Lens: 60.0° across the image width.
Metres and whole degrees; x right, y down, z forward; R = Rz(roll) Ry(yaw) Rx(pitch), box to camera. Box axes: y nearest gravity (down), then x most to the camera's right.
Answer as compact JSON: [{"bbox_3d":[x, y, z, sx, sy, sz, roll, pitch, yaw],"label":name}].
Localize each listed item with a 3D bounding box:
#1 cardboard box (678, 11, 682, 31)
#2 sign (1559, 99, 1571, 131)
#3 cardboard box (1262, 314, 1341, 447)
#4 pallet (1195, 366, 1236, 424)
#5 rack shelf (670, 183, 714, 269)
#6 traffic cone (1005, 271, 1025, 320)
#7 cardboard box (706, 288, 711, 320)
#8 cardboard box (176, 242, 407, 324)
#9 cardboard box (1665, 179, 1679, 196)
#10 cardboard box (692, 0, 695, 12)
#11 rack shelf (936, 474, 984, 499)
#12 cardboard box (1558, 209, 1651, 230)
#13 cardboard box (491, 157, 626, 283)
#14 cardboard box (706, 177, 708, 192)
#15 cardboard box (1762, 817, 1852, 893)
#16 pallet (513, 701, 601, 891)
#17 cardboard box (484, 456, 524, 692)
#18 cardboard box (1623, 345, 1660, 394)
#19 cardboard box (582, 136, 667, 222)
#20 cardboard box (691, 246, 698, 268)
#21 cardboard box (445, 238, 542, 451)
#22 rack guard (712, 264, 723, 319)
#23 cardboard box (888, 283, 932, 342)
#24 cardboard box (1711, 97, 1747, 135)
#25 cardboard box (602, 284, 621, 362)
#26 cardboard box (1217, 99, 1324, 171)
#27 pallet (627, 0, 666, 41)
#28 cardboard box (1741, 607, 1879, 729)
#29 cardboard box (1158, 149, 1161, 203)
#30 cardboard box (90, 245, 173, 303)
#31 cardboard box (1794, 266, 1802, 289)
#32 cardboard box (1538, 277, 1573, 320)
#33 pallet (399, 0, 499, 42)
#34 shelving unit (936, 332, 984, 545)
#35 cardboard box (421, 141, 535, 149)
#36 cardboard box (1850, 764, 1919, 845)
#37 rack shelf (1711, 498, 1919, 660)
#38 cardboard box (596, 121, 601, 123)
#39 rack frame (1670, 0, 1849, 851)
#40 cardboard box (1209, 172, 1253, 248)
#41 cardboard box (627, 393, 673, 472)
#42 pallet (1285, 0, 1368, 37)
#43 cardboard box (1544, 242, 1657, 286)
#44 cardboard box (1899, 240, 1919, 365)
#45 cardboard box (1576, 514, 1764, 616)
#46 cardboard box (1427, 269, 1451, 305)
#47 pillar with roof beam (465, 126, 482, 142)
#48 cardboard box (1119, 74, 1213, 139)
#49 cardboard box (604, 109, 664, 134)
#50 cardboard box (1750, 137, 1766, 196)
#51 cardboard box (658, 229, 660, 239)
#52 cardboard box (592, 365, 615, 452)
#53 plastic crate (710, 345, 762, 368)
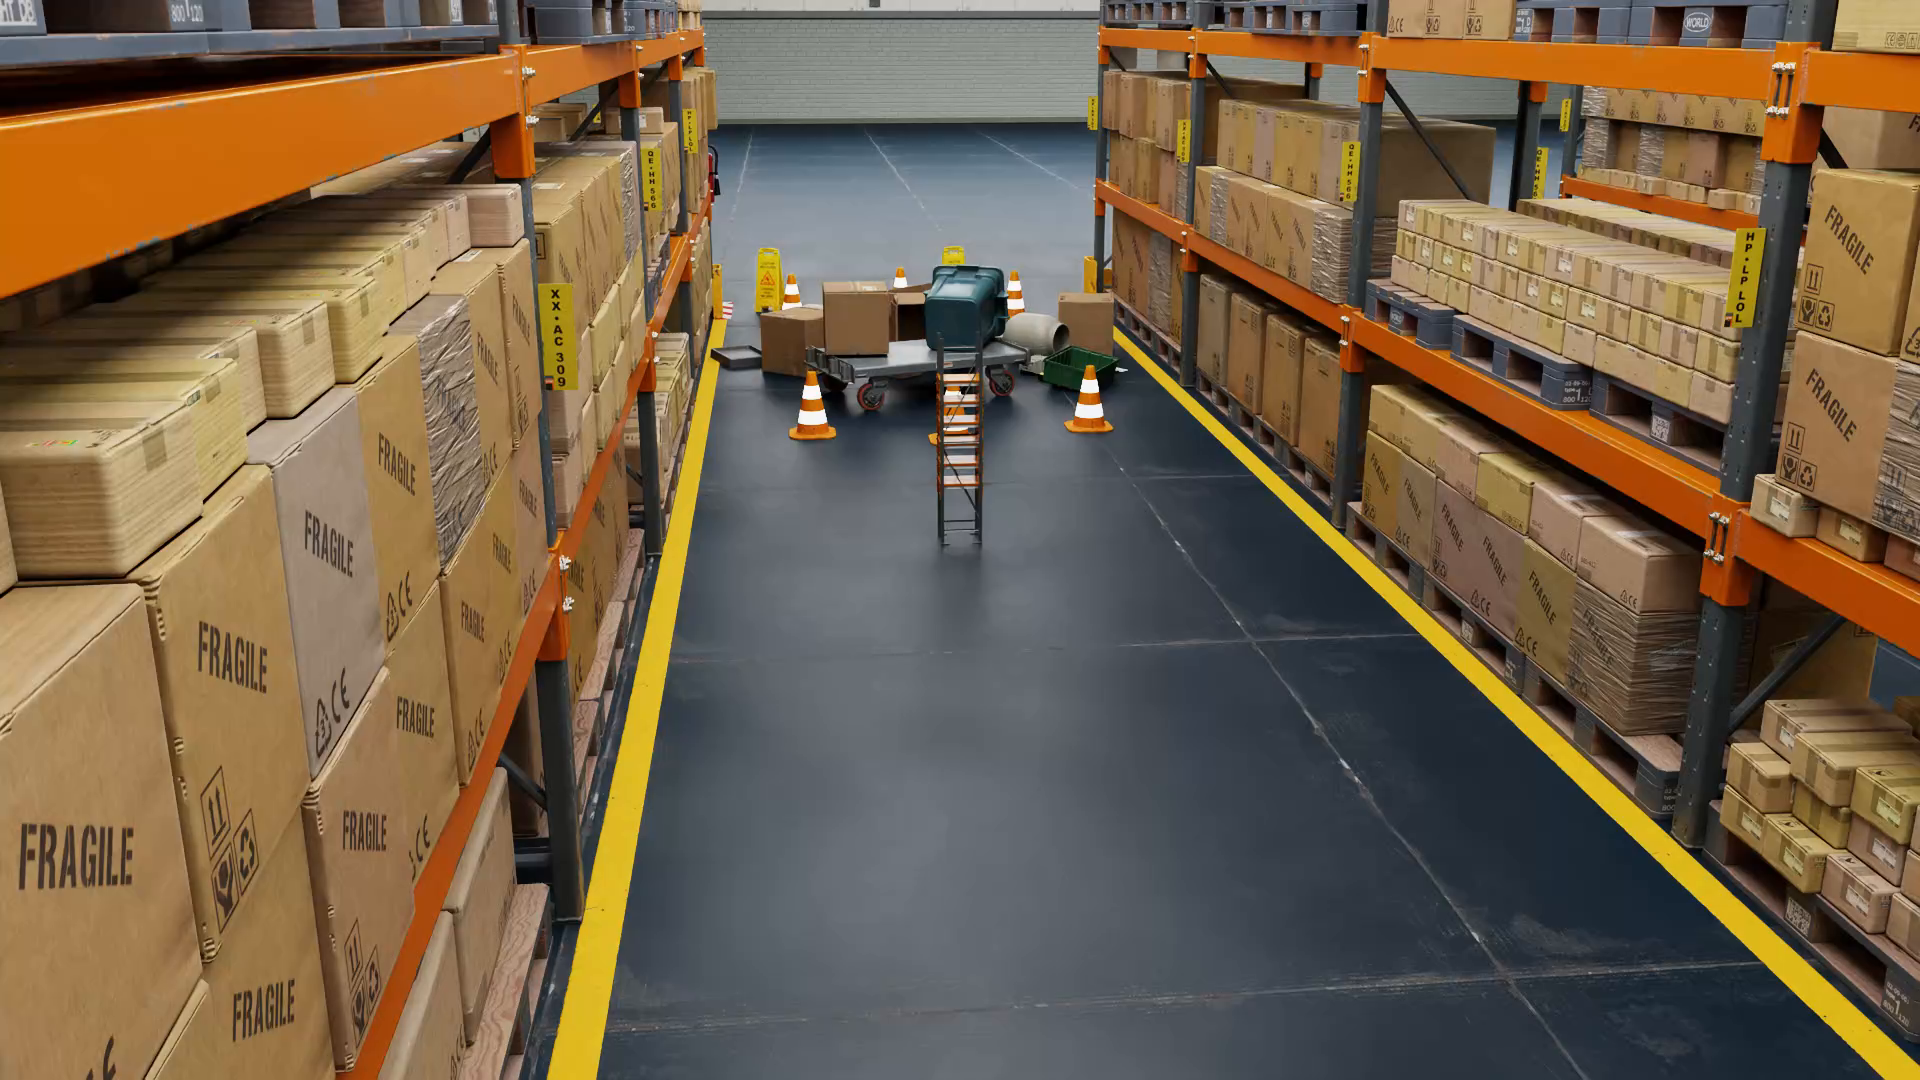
[{"bbox_3d":[-2.354,-4.022,12.892,0.380,0.149,0.250,-2,18,-6],"label":"cardboard box"},{"bbox_3d":[6.308,-4.425,17.318,0.100,0.325,0.005,-2,18,-6],"label":"sign"},{"bbox_3d":[2.662,-1.093,11.207,1.050,0.750,0.750,-2,17,-5],"label":"cardboard box"},{"bbox_3d":[2.471,-1.156,13.006,1.003,0.211,1.213,-2,18,-6],"label":"pallet"},{"bbox_3d":[-2.803,-2.783,14.736,1.077,0.370,4.000,-2,18,-6],"label":"rack shelf"},{"bbox_3d":[0.546,-2.493,16.845,0.336,0.463,0.334,-2,18,-6],"label":"traffic cone"},{"bbox_3d":[-2.613,-2.224,15.642,0.500,0.250,0.500,-2,18,-5],"label":"cardboard box"},{"bbox_3d":[-1.354,-0.517,3.396,0.380,0.149,0.250,-2,18,-7],"label":"cardboard box"},{"bbox_3d":[6.856,-3.296,15.587,0.380,0.149,0.250,-2,18,-6],"label":"cardboard box"},{"bbox_3d":[-2.525,-4.625,14.147,0.500,0.250,0.500,-2,18,-5],"label":"cardboard box"},{"bbox_3d":[-0.001,-0.305,9.596,0.258,0.103,0.180,-2,18,-6],"label":"rack shelf"},{"bbox_3d":[3.286,-1.601,8.495,0.380,0.149,0.250,-1,17,-4],"label":"cardboard box"},{"bbox_3d":[-1.765,-1.417,7.346,0.500,0.500,0.500,-2,18,-6],"label":"cardboard box"},{"bbox_3d":[-2.621,-3.426,16.000,0.380,0.149,0.250,-2,18,-6],"label":"cardboard box"},{"bbox_3d":[2.887,1.027,5.455,0.380,0.149,0.250,-1,17,-4],"label":"cardboard box"},{"bbox_3d":[-1.926,0.956,6.280,1.003,0.211,1.213,-2,18,-6],"label":"pallet"},{"bbox_3d":[-1.411,0.089,4.220,0.500,0.500,0.500,-2,18,-7],"label":"cardboard box"},{"bbox_3d":[2.853,-0.675,6.536,0.380,0.149,0.250,-2,18,-6],"label":"cardboard box"},{"bbox_3d":[-2.166,-2.332,10.734,0.500,0.500,0.500,-2,18,-8],"label":"cardboard box"},{"bbox_3d":[-2.342,-2.310,13.580,0.380,0.149,0.250,-2,17,-5],"label":"cardboard box"},{"bbox_3d":[-1.448,-0.540,4.552,0.500,0.500,0.500,-2,18,-6],"label":"cardboard box"},{"bbox_3d":[-3.001,-2.507,16.828,1.175,0.500,0.348,-2,18,-6],"label":"rack guard"},{"bbox_3d":[-0.310,-2.086,15.482,0.637,0.503,0.797,16,24,42],"label":"cardboard box"},{"bbox_3d":[6.887,-3.778,14.370,0.500,0.500,0.500,-2,18,-6],"label":"cardboard box"},{"bbox_3d":[-1.698,-0.910,6.984,0.500,0.250,0.500,-2,18,-7],"label":"cardboard box"},{"bbox_3d":[2.374,-3.091,12.677,0.700,0.500,0.500,-2,18,-7],"label":"cardboard box"},{"bbox_3d":[-2.065,-2.490,7.907,1.213,0.211,1.003,-1,17,-3],"label":"pallet"},{"bbox_3d":[3.329,0.434,6.760,0.500,0.500,0.500,-1,17,-3],"label":"cardboard box"},{"bbox_3d":[2.249,-3.222,14.683,0.875,0.550,0.550,-2,18,-6],"label":"cardboard box"},{"bbox_3d":[-1.816,-0.500,3.344,0.380,0.149,0.250,-2,18,-6],"label":"cardboard box"},{"bbox_3d":[3.500,-0.985,6.533,0.380,0.149,0.250,-2,18,-5],"label":"cardboard box"},{"bbox_3d":[2.765,-1.058,7.260,0.380,0.149,0.250,-2,18,-5],"label":"cardboard box"},{"bbox_3d":[-1.698,-1.292,3.924,1.003,0.211,1.213,-2,18,-6],"label":"pallet"},{"bbox_3d":[-0.002,-0.577,9.511,0.258,1.200,0.189,-2,18,-6],"label":"shelving unit"},{"bbox_3d":[-2.376,-1.709,8.277,0.500,0.500,0.500,-2,18,-7],"label":"cardboard box"},{"bbox_3d":[3.016,0.813,5.146,0.380,0.149,0.250,-2,18,-6],"label":"cardboard box"},{"bbox_3d":[3.348,0.609,3.931,1.077,0.370,4.000,-2,18,-6],"label":"rack shelf"},{"bbox_3d":[-3.236,-3.762,15.989,0.500,0.500,0.500,-2,18,-6],"label":"cardboard box"},{"bbox_3d":[3.142,-0.330,5.721,1.000,3.000,0.127,-2,18,-6],"label":"rack frame"},{"bbox_3d":[2.156,-2.446,12.293,0.500,0.500,0.500,-2,18,-5],"label":"cardboard box"},{"bbox_3d":[-2.317,-0.674,10.501,0.950,0.372,0.625,-2,18,-7],"label":"cardboard box"},{"bbox_3d":[2.610,-3.053,9.702,1.213,0.211,1.003,-1,17,-3],"label":"pallet"},{"bbox_3d":[2.772,-1.196,7.205,0.380,0.149,0.250,-3,18,-8],"label":"cardboard box"},{"bbox_3d":[3.014,-0.701,4.569,0.500,0.500,0.500,-2,18,-7],"label":"cardboard box"},{"bbox_3d":[2.813,0.090,6.602,0.500,0.250,0.500,-2,18,-7],"label":"cardboard box"},{"bbox_3d":[2.630,-1.303,8.536,0.380,0.149,0.250,-1,17,-3],"label":"cardboard box"},{"bbox_3d":[-6.964,-13.478,37.585,9.100,9.000,0.400,-2,18,-6],"label":"pillar with roof beam"},{"bbox_3d":[1.975,-4.048,15.511,0.875,0.550,0.550,-2,18,-6],"label":"cardboard box"},{"bbox_3d":[-2.189,-2.814,11.184,0.380,0.149,0.250,-3,18,-8],"label":"cardboard box"},{"bbox_3d":[7.276,-3.162,14.079,0.875,0.500,0.500,-2,18,-6],"label":"cardboard box"},{"bbox_3d":[-2.151,-2.005,10.774,0.380,0.149,0.250,-1,17,-4],"label":"cardboard box"},{"bbox_3d":[-1.646,-0.522,6.583,0.500,0.250,0.500,-2,18,-6],"label":"cardboard box"},{"bbox_3d":[-1.943,-1.631,14.738,0.402,0.080,0.583,-8,19,-25],"label":"plastic crate"}]
